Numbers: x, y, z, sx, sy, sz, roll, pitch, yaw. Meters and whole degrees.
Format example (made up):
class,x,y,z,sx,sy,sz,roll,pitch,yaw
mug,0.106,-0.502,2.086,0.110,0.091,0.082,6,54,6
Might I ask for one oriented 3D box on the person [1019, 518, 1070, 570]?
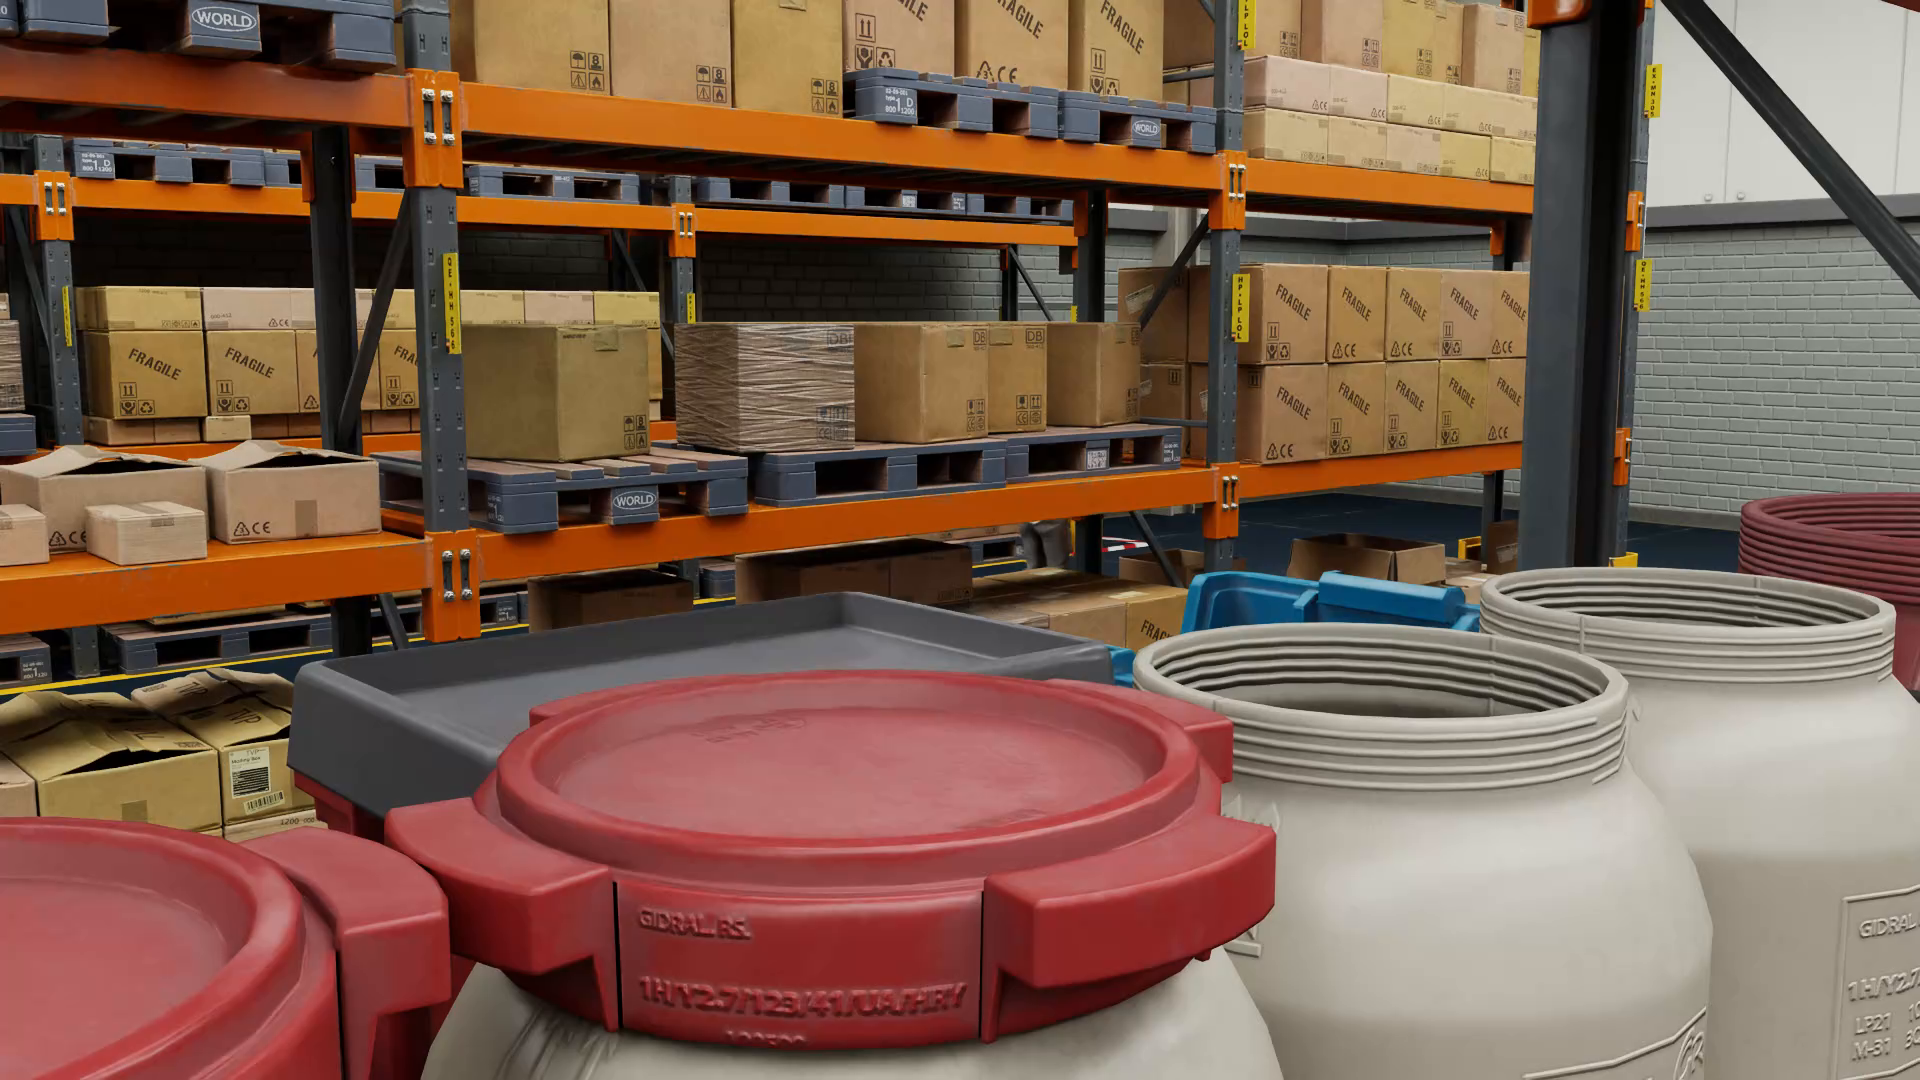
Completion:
class,x,y,z,sx,sy,sz,roll,pitch,yaw
person,0.501,-0.116,10.241,0.304,1.591,0.409,-6,10,-40
